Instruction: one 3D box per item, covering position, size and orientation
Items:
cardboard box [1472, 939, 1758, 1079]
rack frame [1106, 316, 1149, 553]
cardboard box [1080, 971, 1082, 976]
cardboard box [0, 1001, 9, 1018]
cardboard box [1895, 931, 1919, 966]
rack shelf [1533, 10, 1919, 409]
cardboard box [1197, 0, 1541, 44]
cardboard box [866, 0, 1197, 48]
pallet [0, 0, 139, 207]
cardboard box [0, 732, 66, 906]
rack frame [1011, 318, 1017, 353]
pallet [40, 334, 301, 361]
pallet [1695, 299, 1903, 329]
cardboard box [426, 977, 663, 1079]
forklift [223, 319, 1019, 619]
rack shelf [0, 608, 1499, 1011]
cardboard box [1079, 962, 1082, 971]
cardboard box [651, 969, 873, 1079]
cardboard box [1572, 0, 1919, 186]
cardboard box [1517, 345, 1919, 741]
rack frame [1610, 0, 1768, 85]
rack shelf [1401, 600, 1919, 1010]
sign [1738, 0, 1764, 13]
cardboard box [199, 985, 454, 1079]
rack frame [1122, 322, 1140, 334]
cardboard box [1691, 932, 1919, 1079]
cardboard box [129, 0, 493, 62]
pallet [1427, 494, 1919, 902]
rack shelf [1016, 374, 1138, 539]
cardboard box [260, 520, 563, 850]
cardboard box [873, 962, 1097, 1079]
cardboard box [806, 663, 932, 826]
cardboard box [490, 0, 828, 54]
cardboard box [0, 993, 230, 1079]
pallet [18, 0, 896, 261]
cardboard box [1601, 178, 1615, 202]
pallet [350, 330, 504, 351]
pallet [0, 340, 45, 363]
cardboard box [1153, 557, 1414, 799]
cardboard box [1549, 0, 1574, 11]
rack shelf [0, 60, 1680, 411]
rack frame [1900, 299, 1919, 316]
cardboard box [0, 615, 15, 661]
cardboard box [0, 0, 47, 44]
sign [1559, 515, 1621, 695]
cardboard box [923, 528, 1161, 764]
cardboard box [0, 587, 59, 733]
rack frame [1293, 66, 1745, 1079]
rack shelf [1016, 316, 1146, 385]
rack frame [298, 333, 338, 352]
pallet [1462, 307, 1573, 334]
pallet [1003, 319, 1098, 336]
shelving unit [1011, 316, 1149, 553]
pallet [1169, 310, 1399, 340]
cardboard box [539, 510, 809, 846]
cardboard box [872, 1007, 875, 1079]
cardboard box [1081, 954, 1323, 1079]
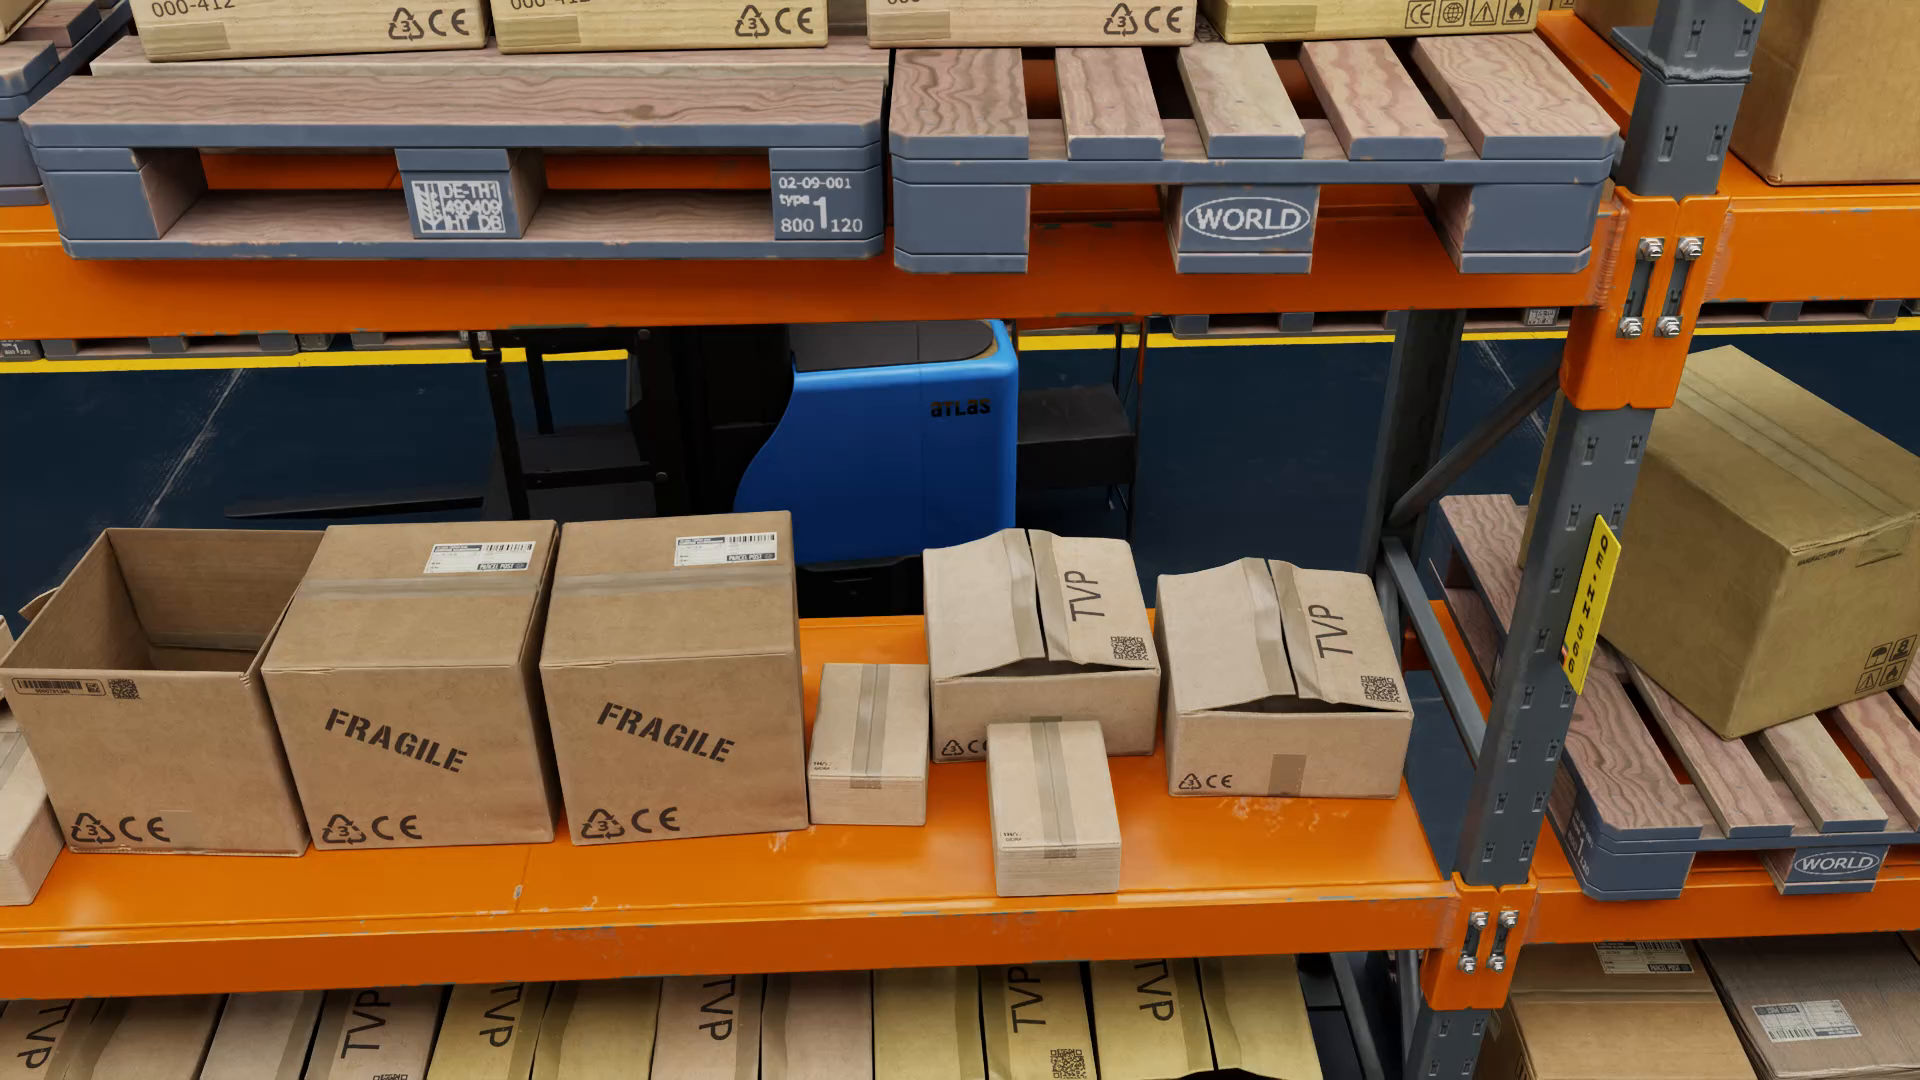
[{"bbox_3d":[1.545,1.275,4.082,0.500,0.500,0.500,0,35,0],"label":"cardboard box"},{"bbox_3d":[0.653,-0.922,6.237,0.015,2.100,0.400,-5,35,-7],"label":"rack frame"},{"bbox_3d":[0.540,1.083,4.596,0.500,0.250,0.500,-2,35,-2],"label":"cardboard box"},{"bbox_3d":[-2.494,1.244,3.872,0.500,0.311,0.500,-1,35,-2],"label":"cardboard box"},{"bbox_3d":[2.569,1.247,4.122,0.500,0.500,0.500,-2,35,-3],"label":"cardboard box"},{"bbox_3d":[3.075,-0.713,3.141,4.000,0.370,1.077,-2,35,-2],"label":"rack shelf"},{"bbox_3d":[0.627,-1.022,2.718,0.500,0.250,0.500,-4,35,-6],"label":"cardboard box"},{"bbox_3d":[0.104,-0.998,2.683,0.500,0.250,0.500,-1,35,-1],"label":"cardboard box"},{"bbox_3d":[-2.038,-0.800,2.802,1.217,0.209,0.805,-3,35,-4],"label":"pallet"},{"bbox_3d":[-2.024,0.581,3.495,0.250,0.149,0.380,-2,35,-2],"label":"cardboard box"},{"bbox_3d":[0.170,-0.881,6.177,0.015,2.100,0.400,-5,35,-7],"label":"rack frame"},{"bbox_3d":[-3.826,-1.245,8.364,1.213,0.211,1.003,-2,35,-2],"label":"pallet"},{"bbox_3d":[4.067,-1.435,8.638,1.213,0.211,1.003,-2,35,-2],"label":"pallet"},{"bbox_3d":[-0.958,1.201,3.932,0.500,0.311,0.500,-1,35,-1],"label":"cardboard box"},{"bbox_3d":[-1.342,-1.090,5.750,3.031,2.935,1.130,-5,35,-7],"label":"forklift"},{"bbox_3d":[-0.921,0.628,3.839,4.000,0.370,1.077,-2,35,-2],"label":"rack shelf"},{"bbox_3d":[0.540,0.853,4.437,0.500,0.311,0.500,0,35,-1],"label":"cardboard box"},{"bbox_3d":[-0.458,1.189,3.950,0.500,0.311,0.500,-2,35,-3],"label":"cardboard box"},{"bbox_3d":[1.511,-1.027,2.875,0.500,0.500,0.910,-2,35,-2],"label":"cardboard box"},{"bbox_3d":[1.701,-0.017,3.682,0.500,0.500,0.700,-13,37,-18],"label":"cardboard box"},{"bbox_3d":[1.077,-2.189,2.005,0.127,3.000,1.000,-2,35,-2],"label":"rack frame"},{"bbox_3d":[3.075,0.520,3.995,4.000,0.370,1.077,-2,35,-2],"label":"rack shelf"},{"bbox_3d":[1.095,-0.885,2.233,0.005,0.325,0.100,-2,35,-2],"label":"sign"},{"bbox_3d":[-1.477,1.218,3.908,0.500,0.311,0.500,-3,35,-4],"label":"cardboard box"},{"bbox_3d":[0.839,-2.538,7.781,0.127,3.000,1.000,-2,35,-2],"label":"rack frame"},{"bbox_3d":[2.068,1.258,4.107,0.500,0.500,0.500,-3,35,-4],"label":"cardboard box"},{"bbox_3d":[-1.006,-0.975,2.650,0.500,0.250,0.500,-4,35,-6],"label":"cardboard box"},{"bbox_3d":[1.751,0.299,3.851,1.003,0.211,1.213,-2,35,-2],"label":"pallet"},{"bbox_3d":[0.412,-0.314,6.613,0.480,0.518,0.431,-5,35,-7],"label":"rack shelf"},{"bbox_3d":[-1.124,0.306,3.585,0.500,0.500,0.500,-1,35,-2],"label":"cardboard box"},{"bbox_3d":[0.047,1.177,3.968,0.500,0.311,0.500,-2,35,-3],"label":"cardboard box"},{"bbox_3d":[-0.194,0.448,3.688,0.250,0.149,0.380,1,35,1],"label":"cardboard box"},{"bbox_3d":[-0.468,-0.989,2.670,0.500,0.250,0.500,-2,35,-3],"label":"cardboard box"},{"bbox_3d":[-1.993,1.233,3.887,0.500,0.311,0.500,-2,35,-3],"label":"cardboard box"},{"bbox_3d":[-0.713,-0.777,2.767,1.213,0.211,1.003,0,35,0],"label":"pallet"},{"bbox_3d":[3.304,-1.817,8.260,0.750,0.750,0.750,-1,35,-1],"label":"cardboard box"},{"bbox_3d":[-2.379,-1.305,8.450,1.213,0.211,1.003,-2,35,-2],"label":"pallet"},{"bbox_3d":[-5.047,-1.211,8.314,1.213,0.211,1.003,-2,35,-2],"label":"pallet"},{"bbox_3d":[0.712,0.300,3.759,0.500,0.311,0.500,1,35,1],"label":"cardboard box"},{"bbox_3d":[2.875,-2.617,7.529,0.500,0.500,0.500,-1,35,-1],"label":"cardboard box"},{"bbox_3d":[-0.921,-0.606,2.986,4.000,0.370,1.077,-2,35,-2],"label":"rack shelf"},{"bbox_3d":[4.834,-2.645,7.937,0.127,3.000,1.000,-2,35,-2],"label":"rack frame"},{"bbox_3d":[-2.429,0.409,3.654,0.500,0.250,0.500,1,35,1],"label":"cardboard box"},{"bbox_3d":[-1.754,-0.986,2.666,0.500,0.250,0.500,-5,35,-7],"label":"cardboard box"},{"bbox_3d":[1.107,0.117,2.927,0.005,0.325,0.100,-2,35,-2],"label":"sign"},{"bbox_3d":[0.175,0.229,3.862,0.500,0.311,0.500,-2,35,-3],"label":"cardboard box"},{"bbox_3d":[-2.049,0.313,3.780,0.258,0.266,0.396,-2,35,-3],"label":"cardboard box"},{"bbox_3d":[1.077,0.278,3.712,0.127,3.000,1.000,-2,35,-2],"label":"rack frame"},{"bbox_3d":[0.412,-0.890,6.215,0.480,0.518,0.431,-5,35,-7],"label":"rack shelf"},{"bbox_3d":[-3.157,-2.430,7.625,0.127,3.000,1.000,-2,35,-2],"label":"rack frame"},{"bbox_3d":[2.846,-1.401,8.588,1.213,0.211,1.003,-2,35,-2],"label":"pallet"},{"bbox_3d":[0.058,-1.371,8.545,1.213,0.211,1.003,-2,35,-2],"label":"pallet"},{"bbox_3d":[0.412,-0.901,6.207,0.503,2.100,0.431,-5,35,-7],"label":"shelving unit"},{"bbox_3d":[1.630,-1.369,8.543,1.213,0.211,1.003,-2,35,-2],"label":"pallet"},{"bbox_3d":[-0.598,0.291,3.605,0.500,0.500,0.500,-3,35,-5],"label":"cardboard box"},{"bbox_3d":[-0.454,1.417,4.114,0.500,0.250,0.500,-1,35,-1],"label":"cardboard box"},{"bbox_3d":[0.566,1.159,3.993,0.500,0.311,0.500,-1,35,-1],"label":"cardboard box"}]
